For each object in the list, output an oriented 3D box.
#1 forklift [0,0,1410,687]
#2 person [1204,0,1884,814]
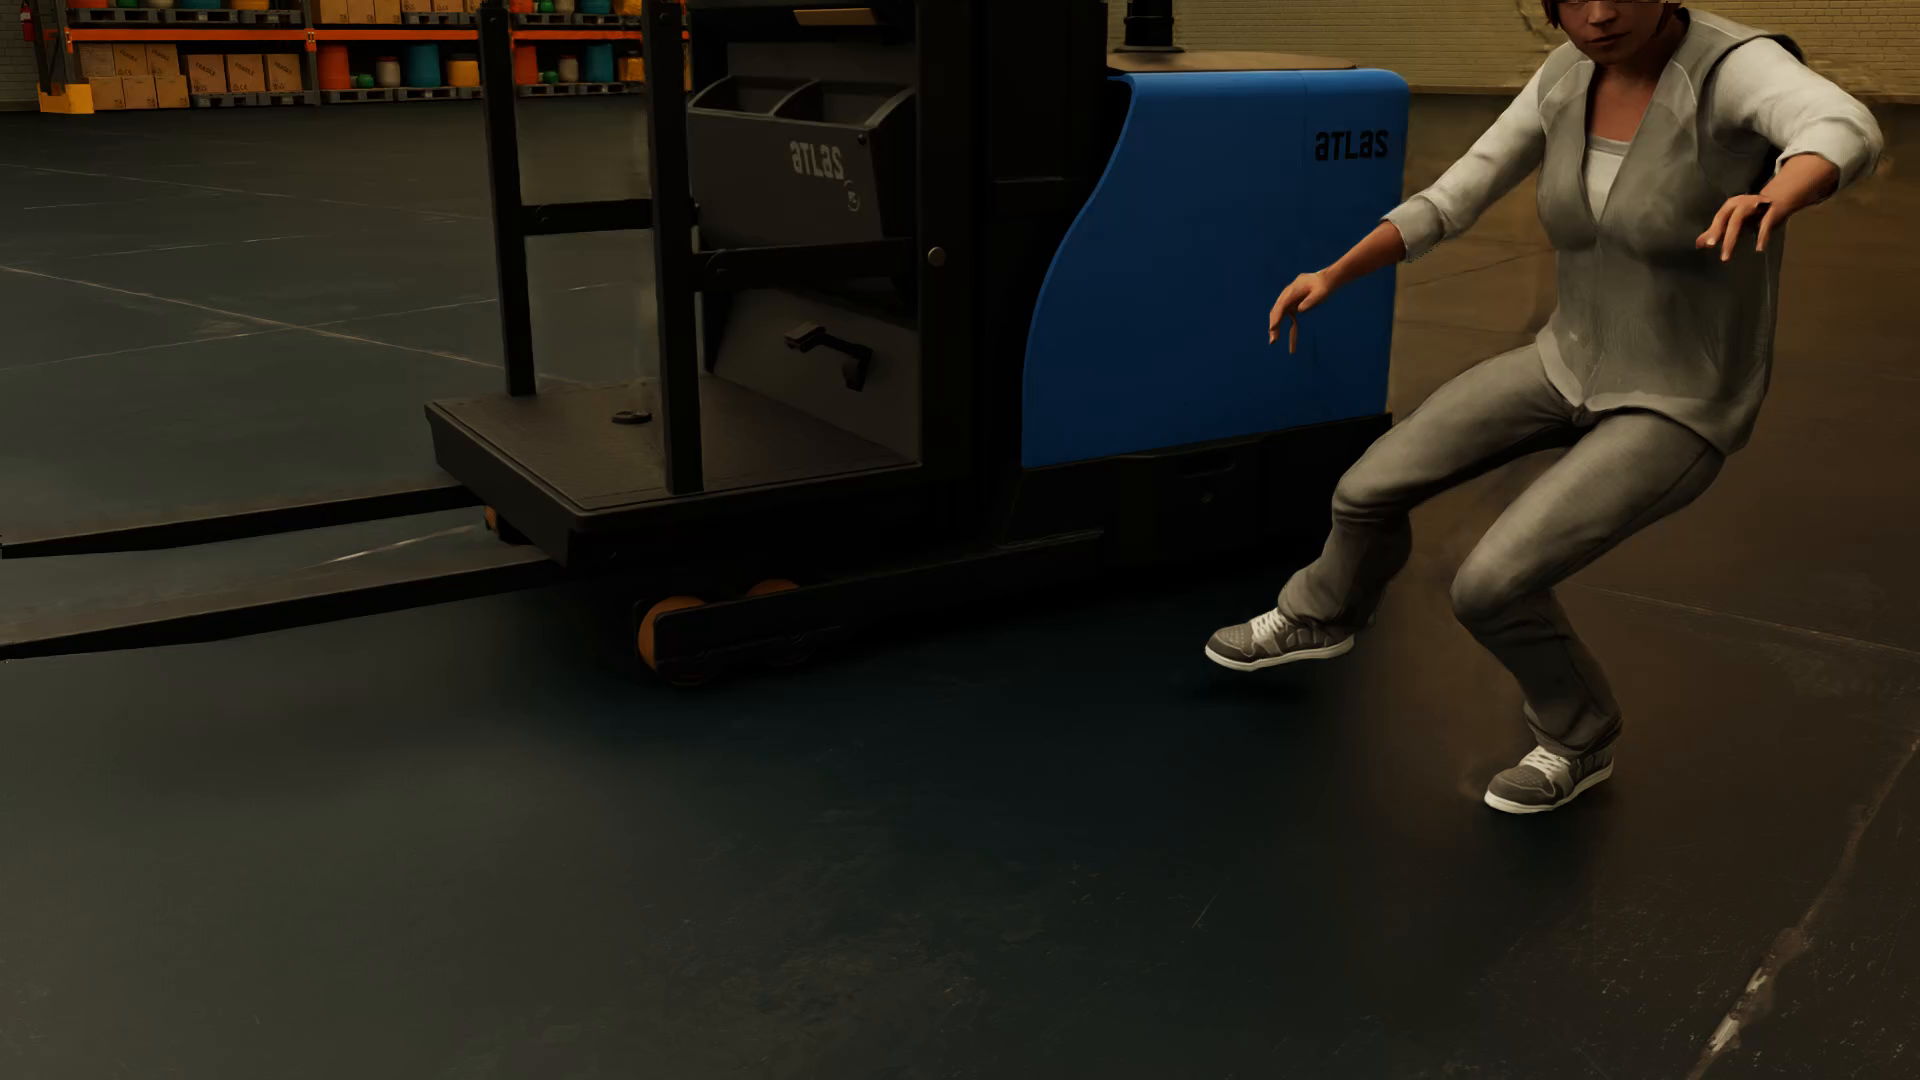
[{"bbox_3d":[-0.521,-1.307,3.202,3.031,2.935,1.130,-10,19,-29],"label":"forklift"},{"bbox_3d":[0.778,-0.224,2.392,0.766,1.361,1.208,-10,20,-30],"label":"person"}]
